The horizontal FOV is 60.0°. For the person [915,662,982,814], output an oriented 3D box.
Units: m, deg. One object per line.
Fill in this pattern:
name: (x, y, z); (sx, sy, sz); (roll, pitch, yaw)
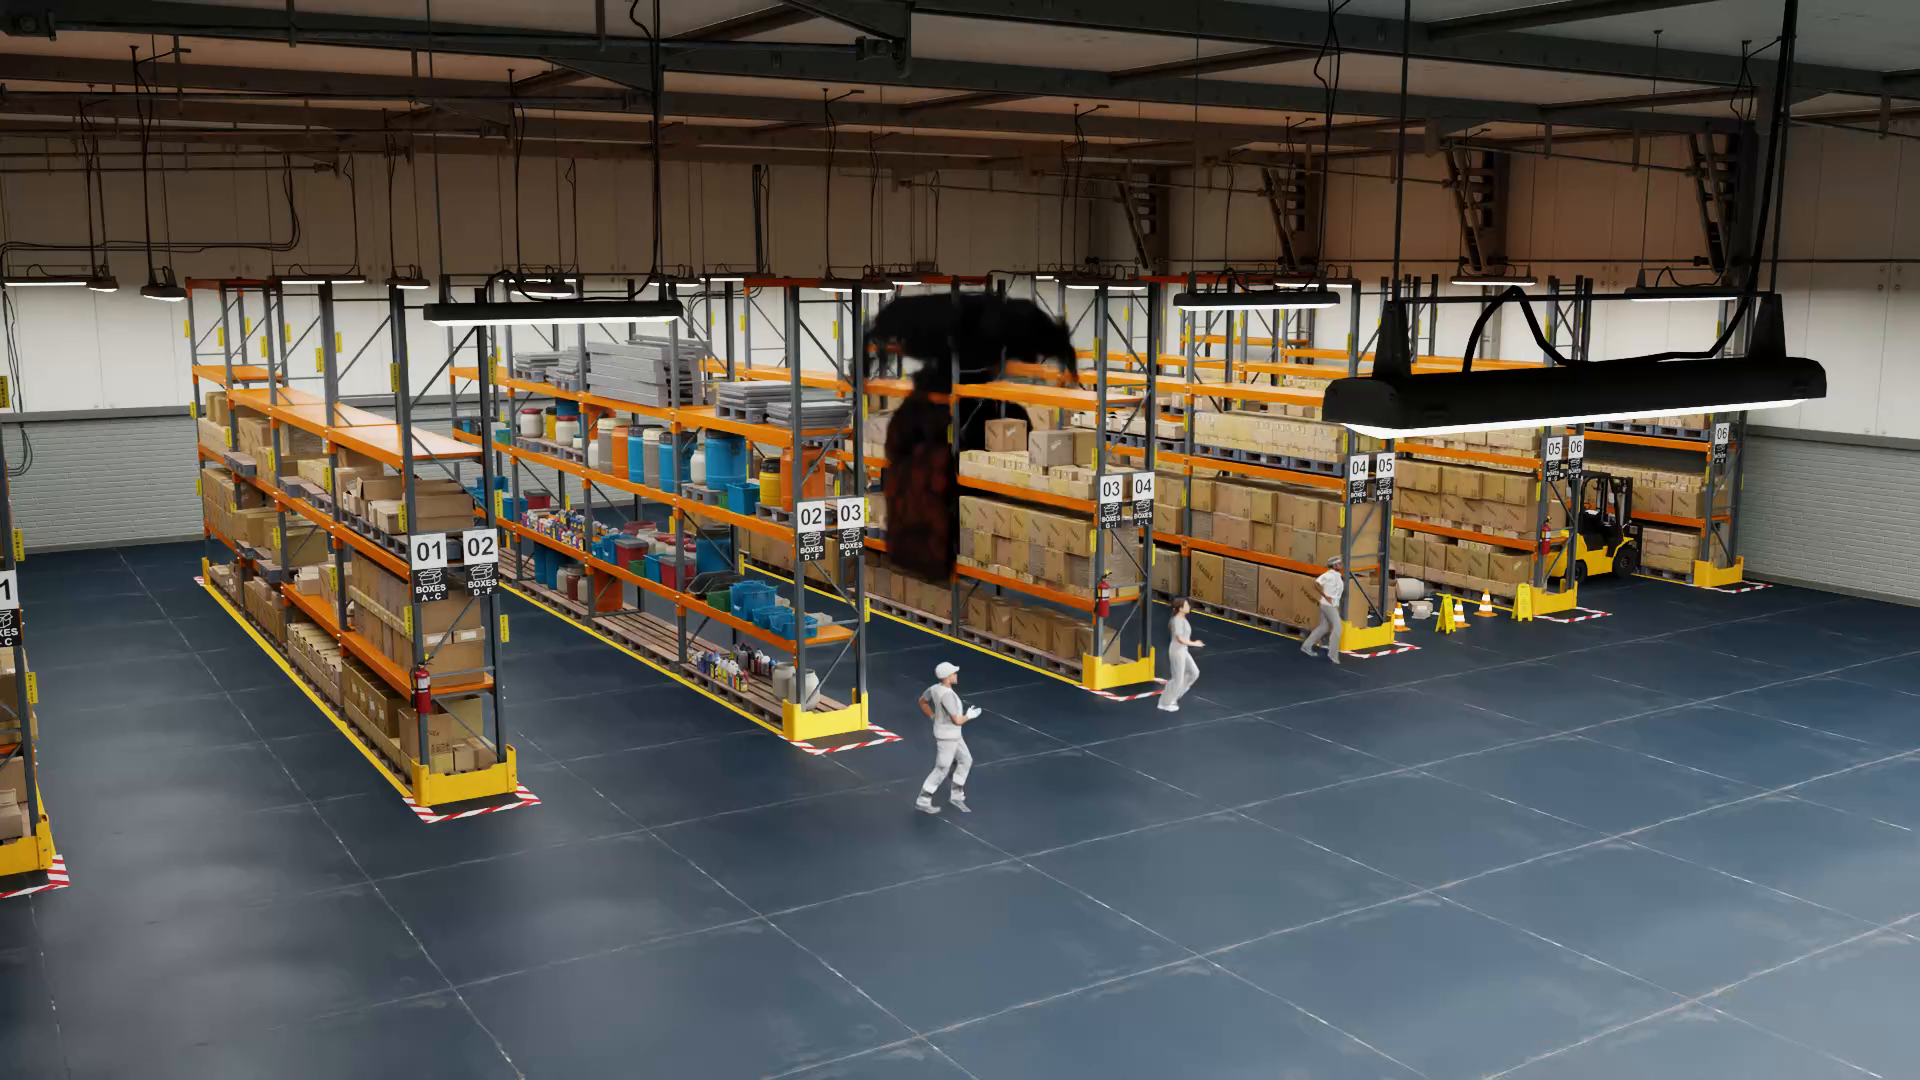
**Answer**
person: (-0.143, 2.288, 19.022); (0.776, 1.842, 0.641); (-1, 10, -7)

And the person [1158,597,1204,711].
person: (3.131, 1.611, 23.484); (0.639, 1.650, 0.586); (2, 10, 13)

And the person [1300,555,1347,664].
person: (5.849, 1.096, 26.615); (0.683, 1.753, 0.612); (4, 10, 22)

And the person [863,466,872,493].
person: (-2.306, -0.923, 38.286); (0.691, 1.724, 0.590); (-6, 12, -34)
